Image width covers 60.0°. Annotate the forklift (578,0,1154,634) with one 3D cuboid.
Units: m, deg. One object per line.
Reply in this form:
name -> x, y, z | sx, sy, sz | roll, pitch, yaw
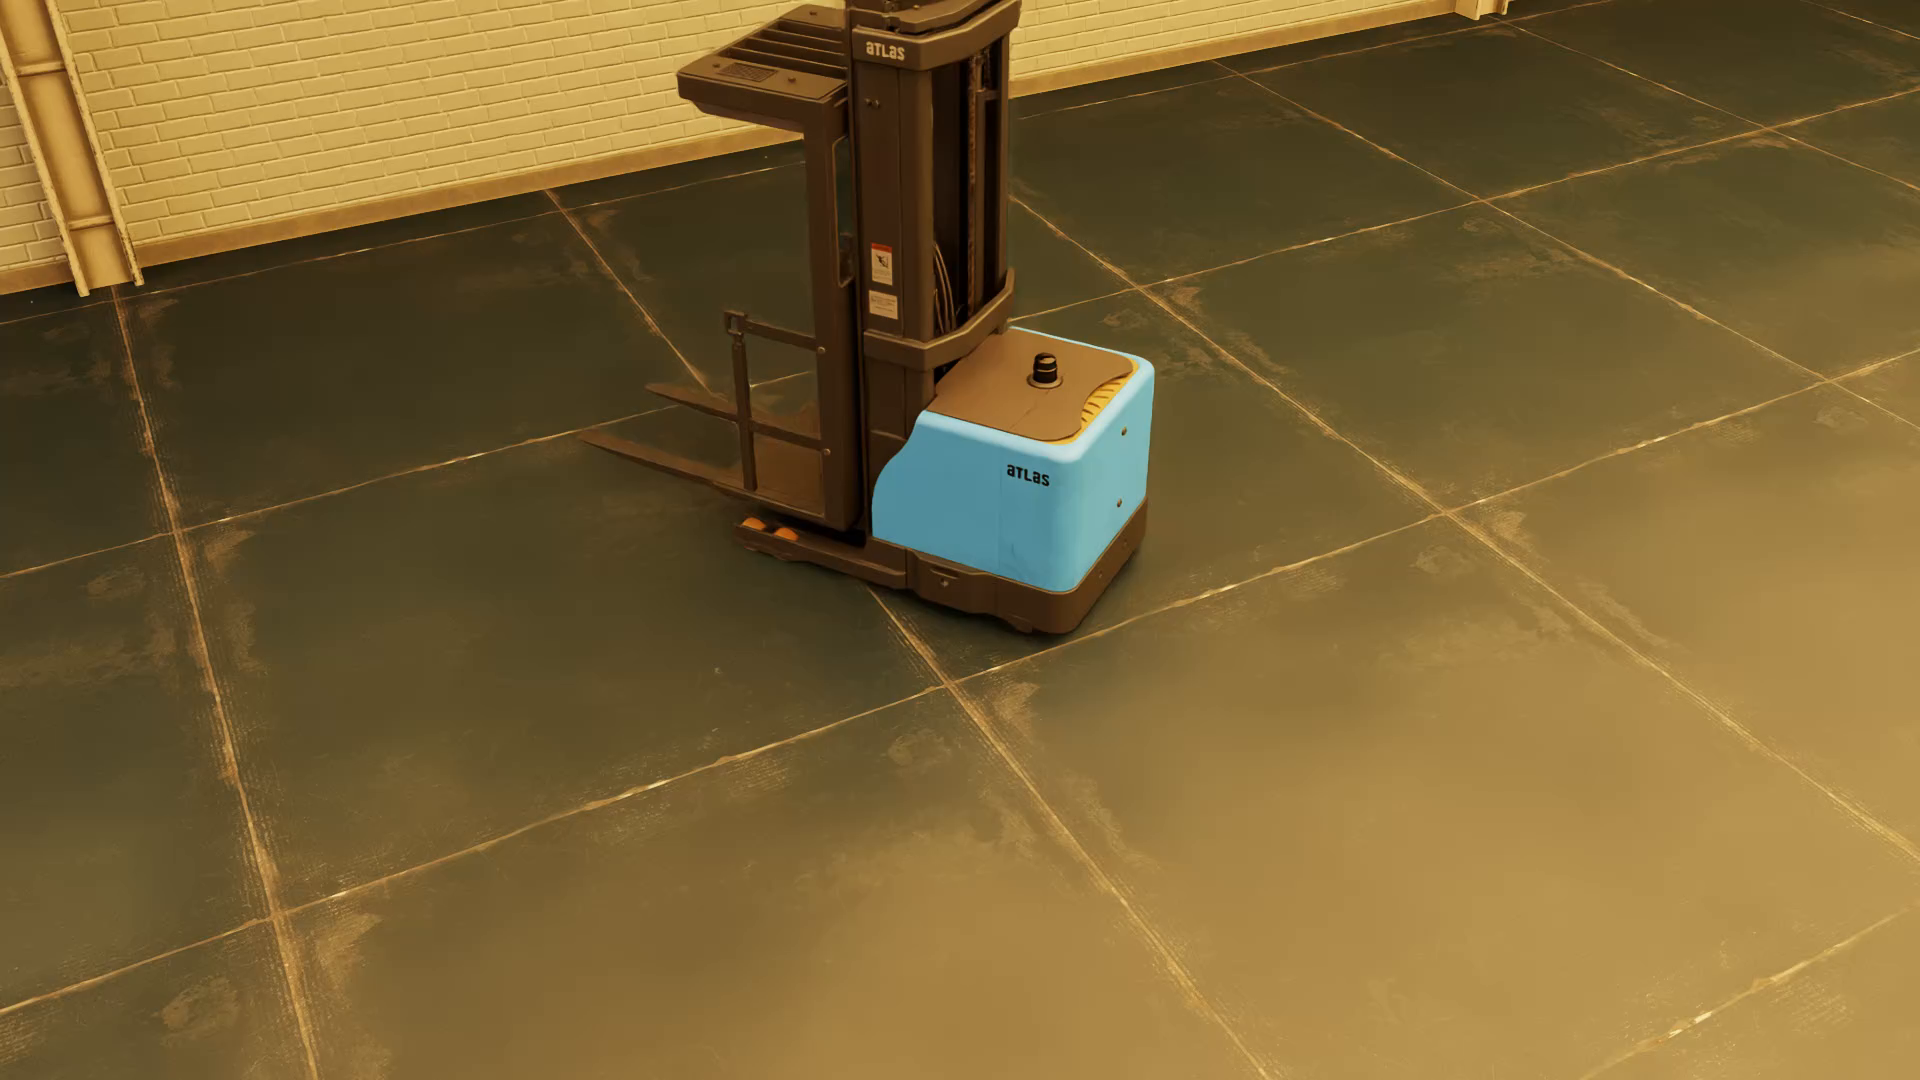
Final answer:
forklift -> -0.593, -1.342, 8.022 | 3.031, 2.935, 1.130 | 17, 39, 22
